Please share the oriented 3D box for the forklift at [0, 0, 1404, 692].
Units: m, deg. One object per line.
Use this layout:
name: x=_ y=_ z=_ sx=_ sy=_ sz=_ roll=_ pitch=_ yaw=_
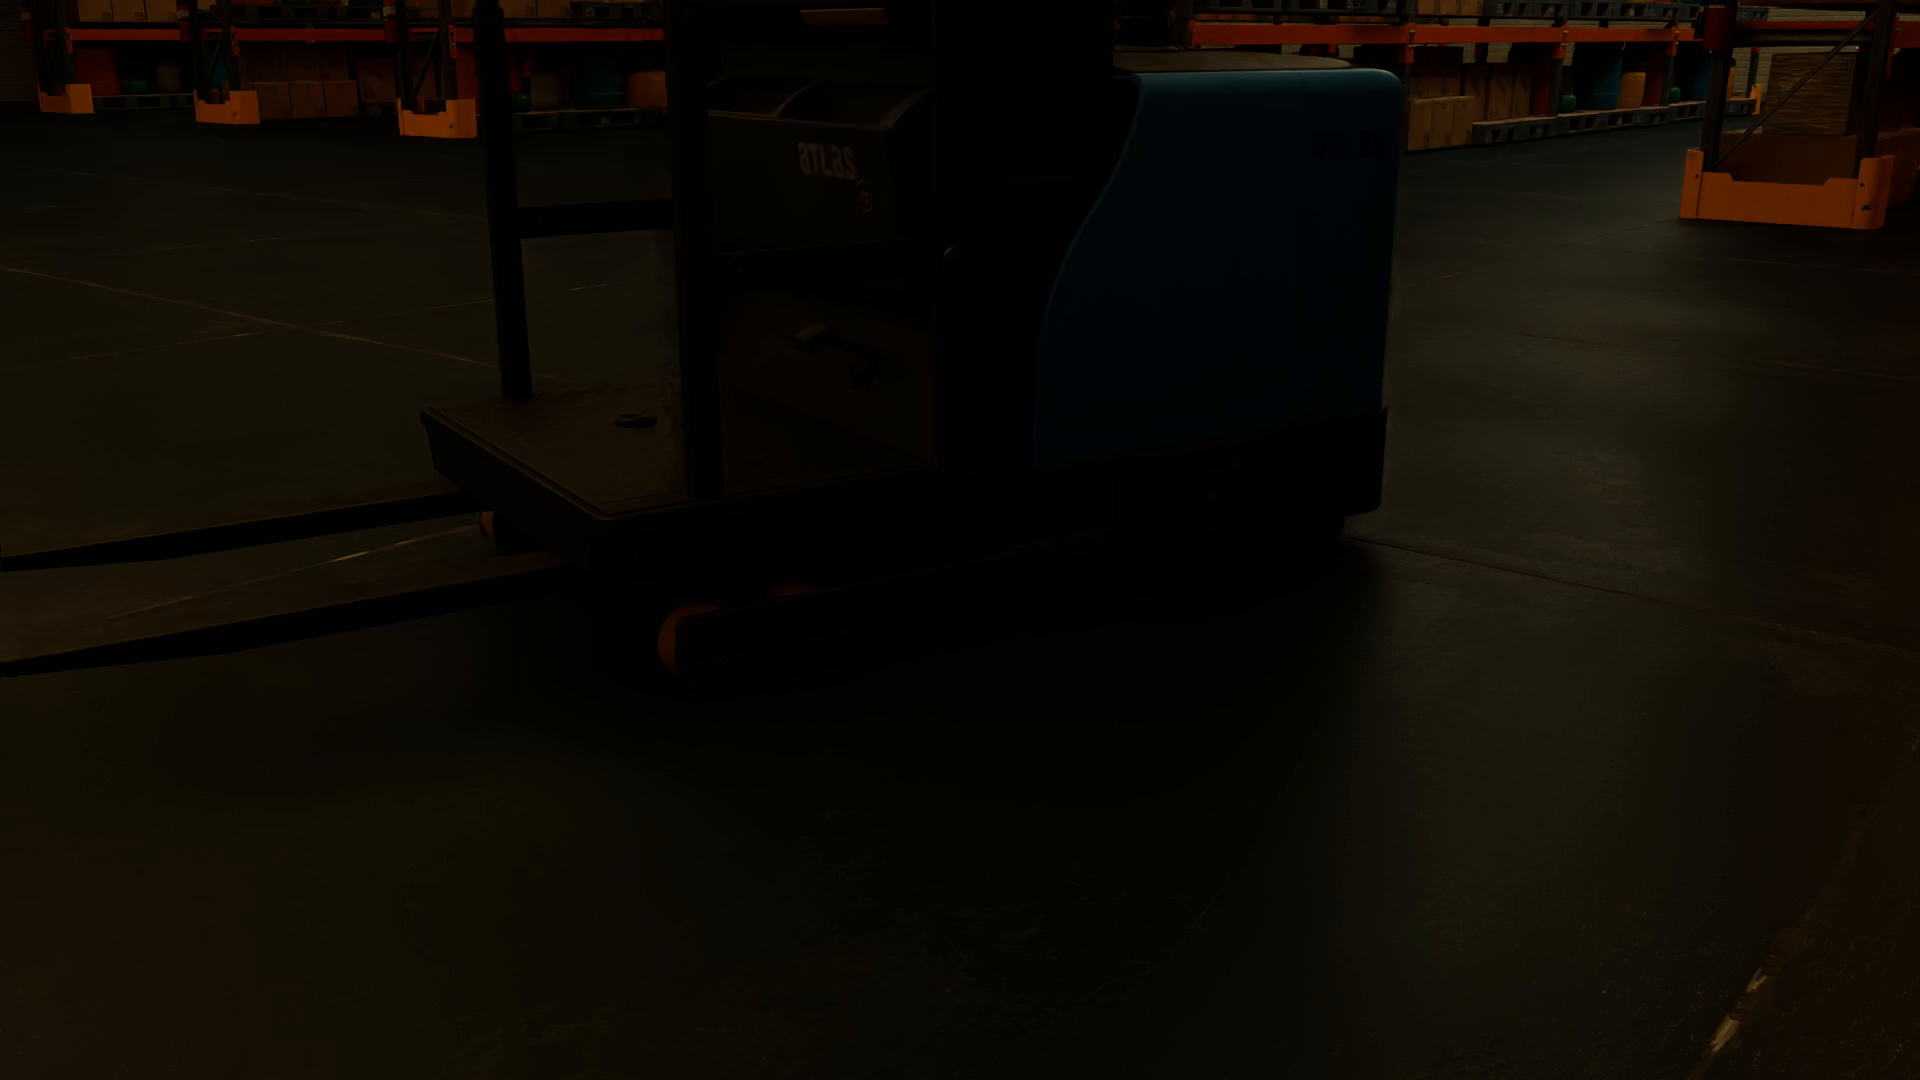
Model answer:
forklift: x=-0.507 y=-1.300 z=3.180 sx=3.031 sy=2.935 sz=1.130 roll=-11 pitch=20 yaw=-32
